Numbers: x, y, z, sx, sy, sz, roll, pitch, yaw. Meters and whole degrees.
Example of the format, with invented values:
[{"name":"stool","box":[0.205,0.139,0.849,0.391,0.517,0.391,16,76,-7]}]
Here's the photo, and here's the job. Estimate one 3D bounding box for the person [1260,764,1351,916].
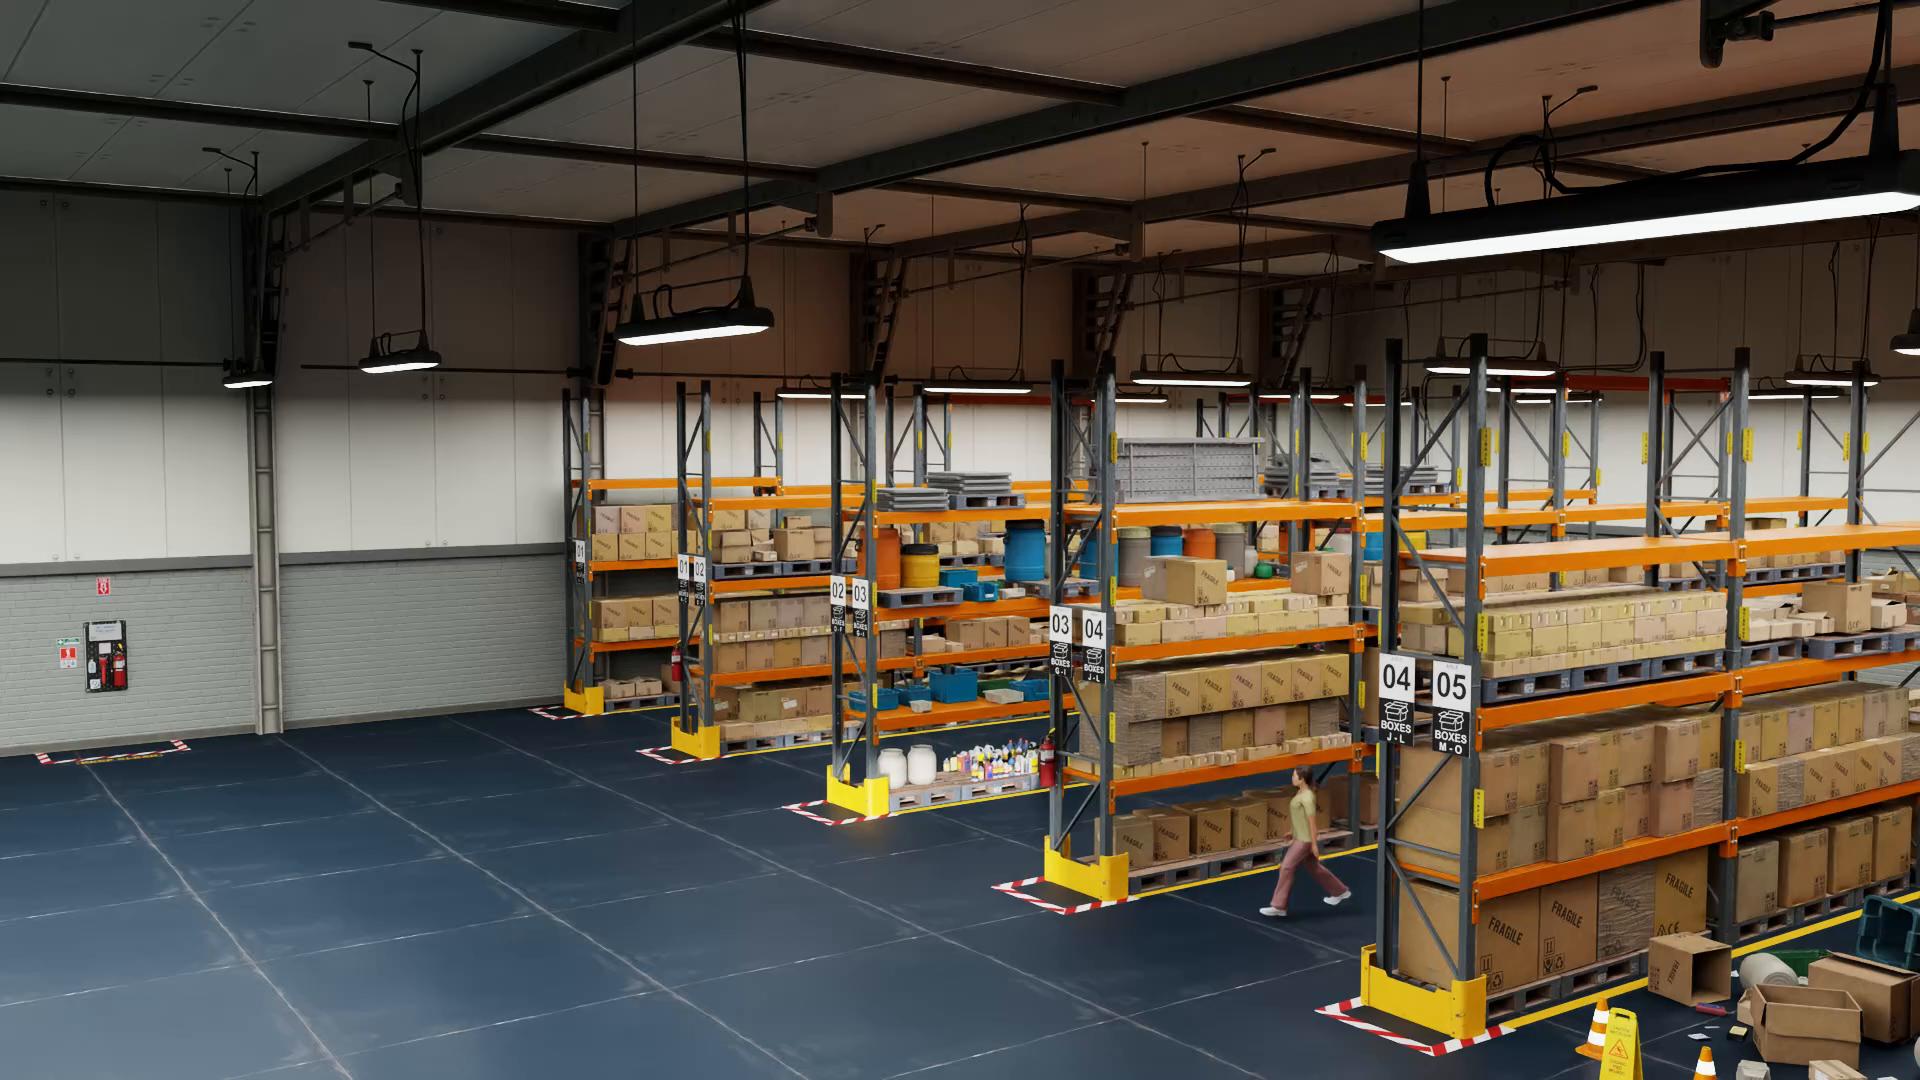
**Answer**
[{"name":"person","box":[3.711,3.197,17.796,1.066,1.615,0.512,0,4,-7]}]
